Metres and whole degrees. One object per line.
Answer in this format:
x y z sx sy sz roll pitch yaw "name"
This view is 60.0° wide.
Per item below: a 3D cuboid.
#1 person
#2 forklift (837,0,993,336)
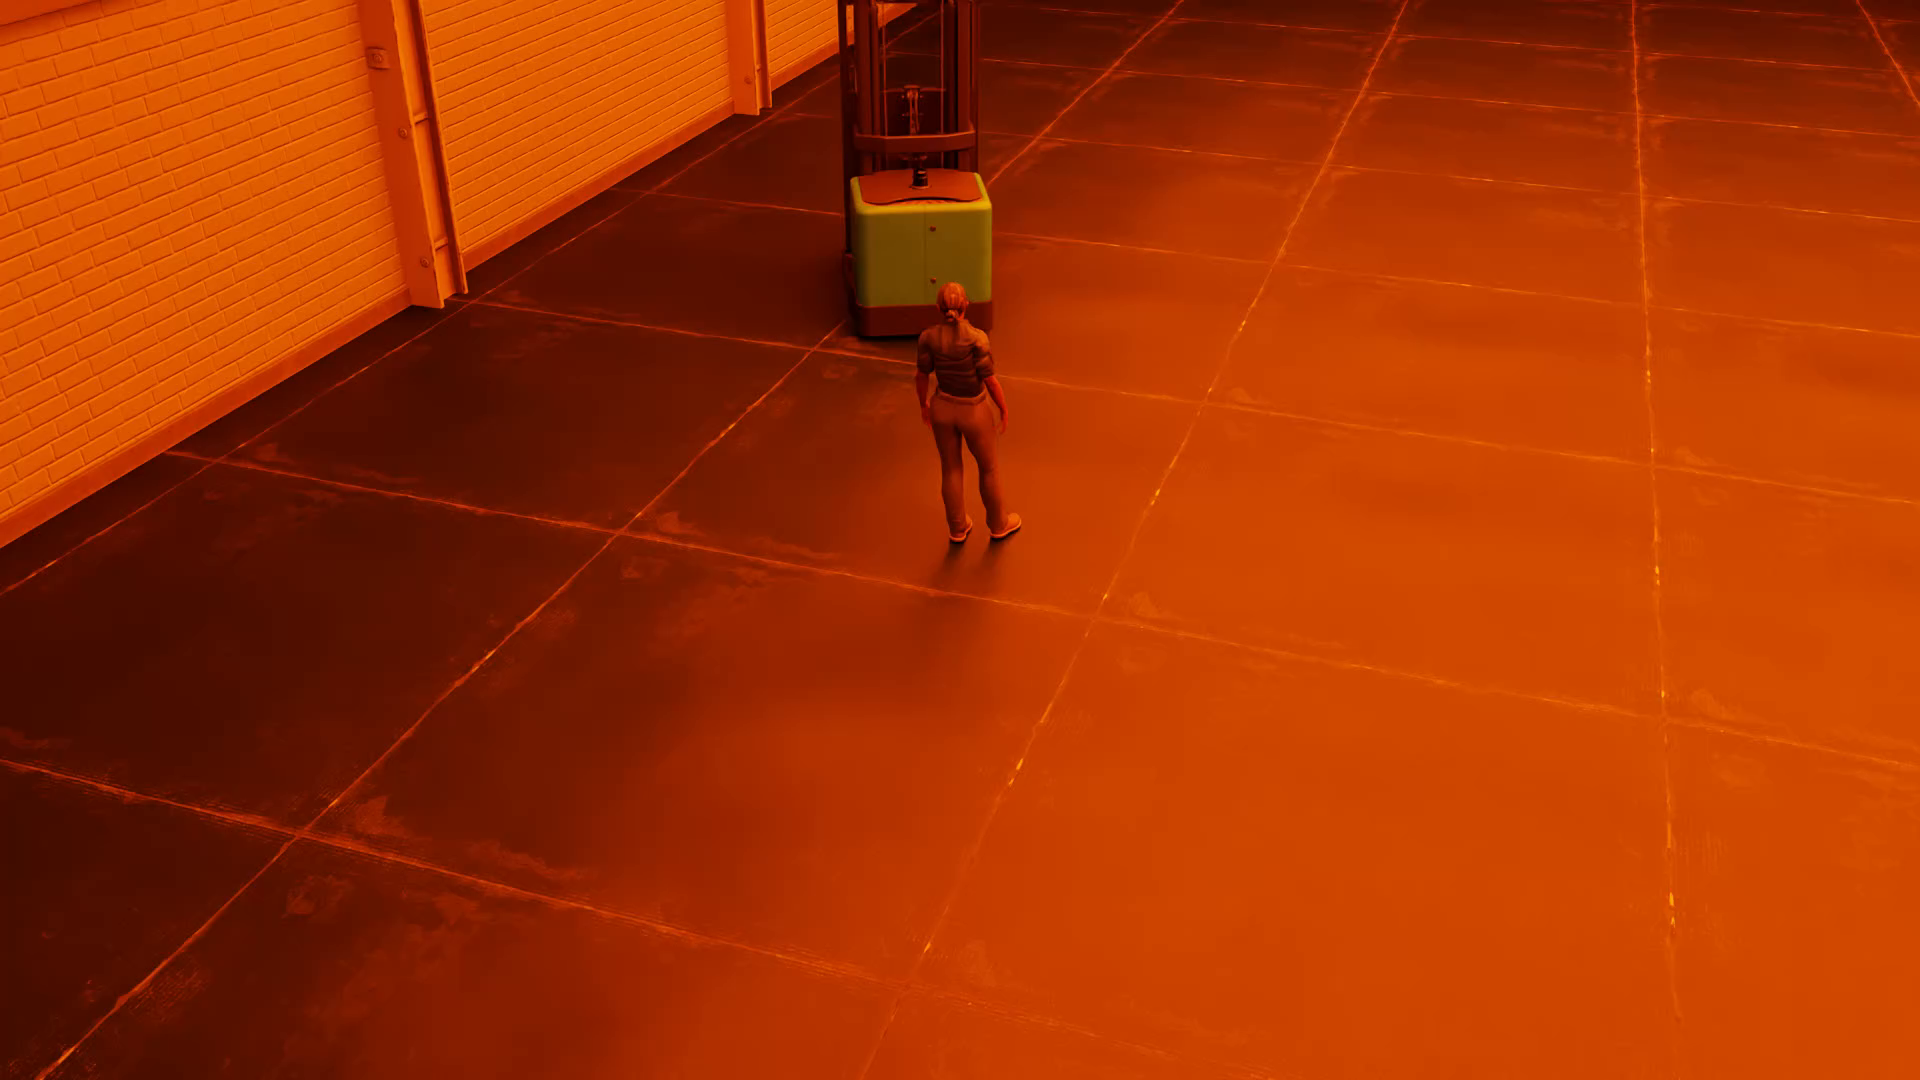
0.047 -0.763 9.749 0.569 1.656 0.503 10 31 16 "person"
-0.422 -3.530 13.329 1.130 2.935 3.031 -3 30 -5 "forklift"
